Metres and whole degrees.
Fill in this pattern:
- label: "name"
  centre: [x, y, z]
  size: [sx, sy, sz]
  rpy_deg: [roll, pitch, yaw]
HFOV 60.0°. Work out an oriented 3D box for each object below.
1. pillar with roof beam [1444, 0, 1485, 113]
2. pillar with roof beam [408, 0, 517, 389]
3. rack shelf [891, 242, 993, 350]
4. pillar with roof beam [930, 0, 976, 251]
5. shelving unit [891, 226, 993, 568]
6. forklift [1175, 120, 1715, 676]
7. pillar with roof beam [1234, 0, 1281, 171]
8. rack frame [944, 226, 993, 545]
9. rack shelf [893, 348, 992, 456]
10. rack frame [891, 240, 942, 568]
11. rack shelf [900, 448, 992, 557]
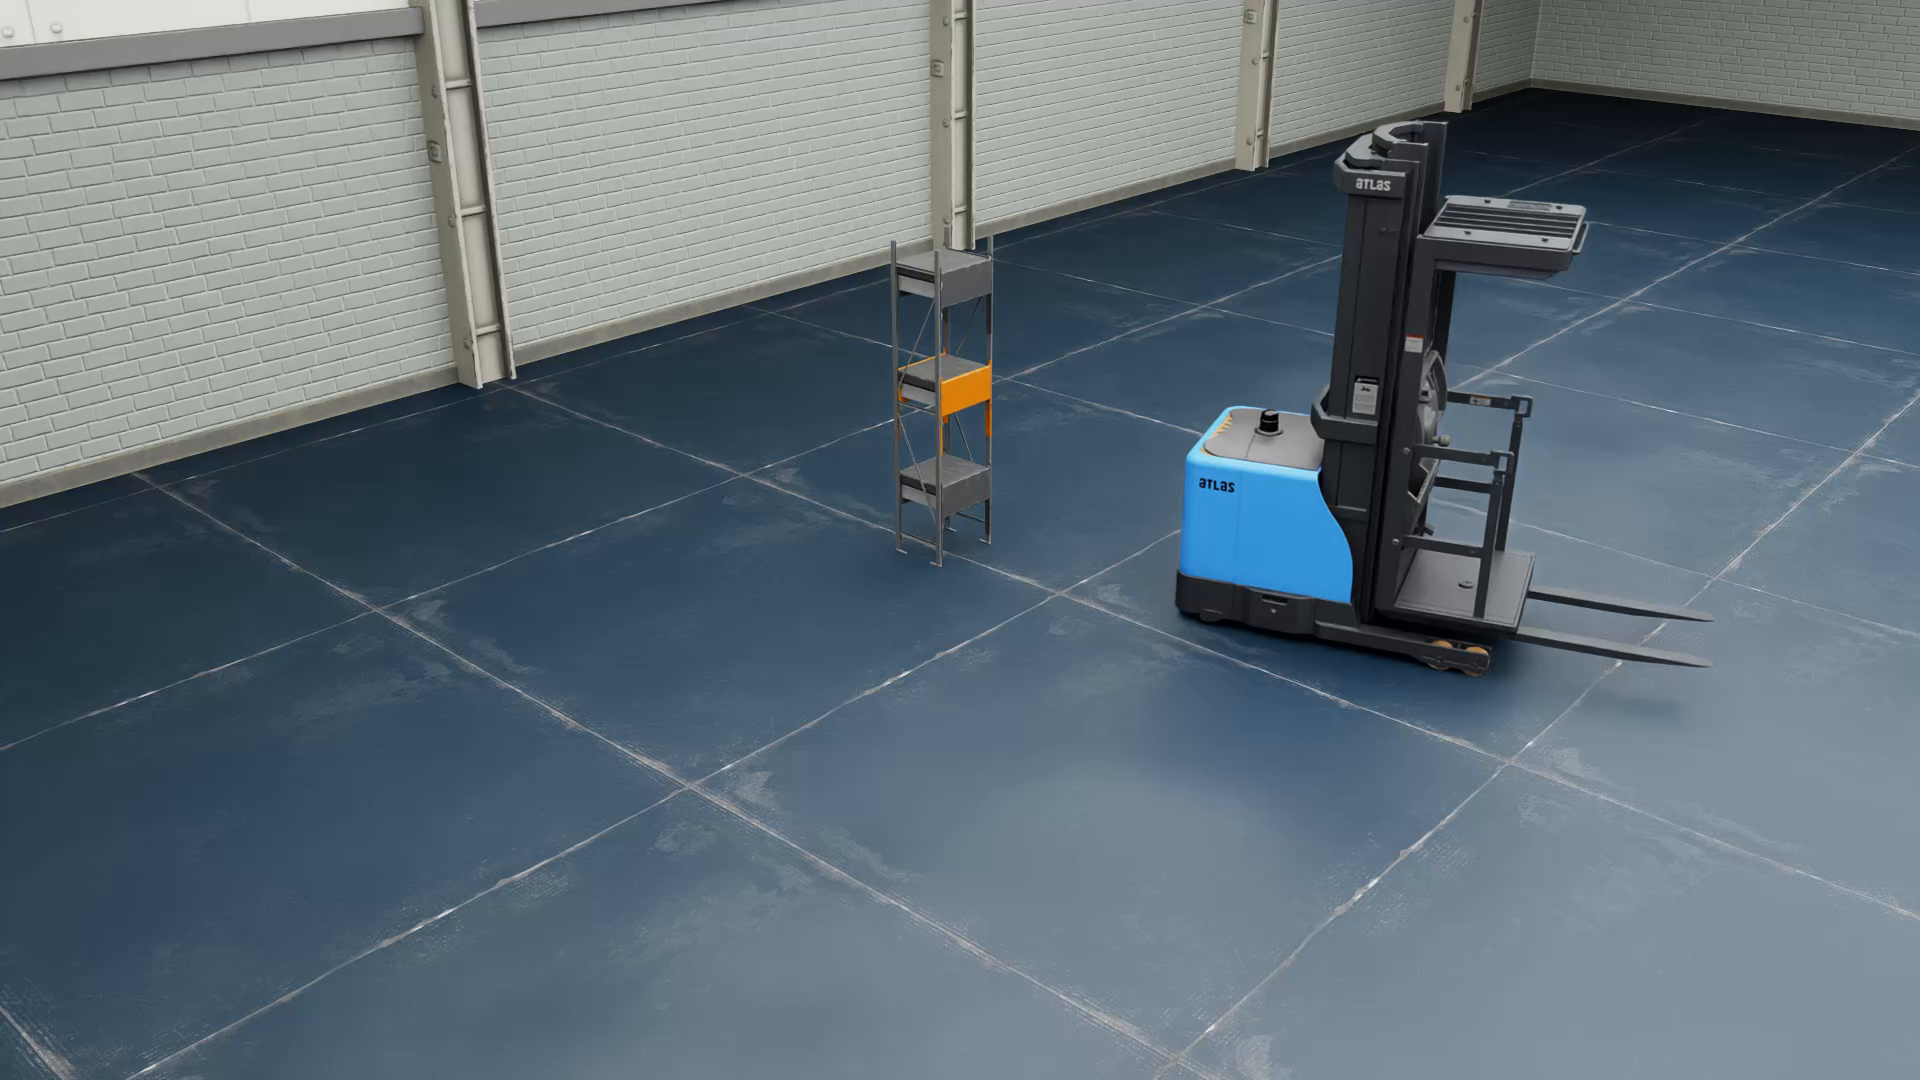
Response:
- label: "pillar with roof beam"
  centre: [11.142, -9.799, 22.105]
  size: [9.100, 9.000, 0.400]
  rpy_deg: [20, 31, 38]
- label: "pillar with roof beam"
  centre: [-0.871, -4.315, 9.874]
  size: [9.100, 9.000, 0.400]
  rpy_deg: [20, 31, 38]
- label: "rack shelf"
  centre: [-0.110, -1.534, 10.427]
  size: [0.431, 0.518, 0.480]
  rpy_deg: [20, 31, 38]
- label: "pillar with roof beam"
  centre: [3.133, -6.143, 13.951]
  size: [9.100, 9.000, 0.400]
  rpy_deg: [20, 31, 38]
- label: "shelving unit"
  centre: [-0.110, -0.908, 10.708]
  size: [0.431, 2.100, 0.503]
  rpy_deg: [20, 31, 38]
- label: "forklift"
  centre: [2.884, -0.805, 9.463]
  size: [3.031, 2.935, 1.130]
  rpy_deg: [10, 26, 21]
- label: "pillar with roof beam"
  centre: [7.137, -7.971, 18.028]
  size: [9.100, 9.000, 0.400]
  rpy_deg: [20, 31, 38]
- label: "rack frame"
  centre: [0.052, -0.982, 10.874]
  size: [0.400, 2.100, 0.015]
  rpy_deg: [20, 31, 38]
- label: "rack shelf"
  centre: [-0.110, -0.895, 10.714]
  size: [0.431, 0.518, 0.480]
  rpy_deg: [20, 31, 38]
- label: "rack frame"
  centre: [-0.273, -0.833, 10.542]
  size: [0.400, 2.100, 0.015]
  rpy_deg: [20, 31, 38]
- label: "rack shelf"
  centre: [-0.110, -0.256, 11.000]
  size: [0.431, 0.518, 0.480]
  rpy_deg: [20, 31, 38]
